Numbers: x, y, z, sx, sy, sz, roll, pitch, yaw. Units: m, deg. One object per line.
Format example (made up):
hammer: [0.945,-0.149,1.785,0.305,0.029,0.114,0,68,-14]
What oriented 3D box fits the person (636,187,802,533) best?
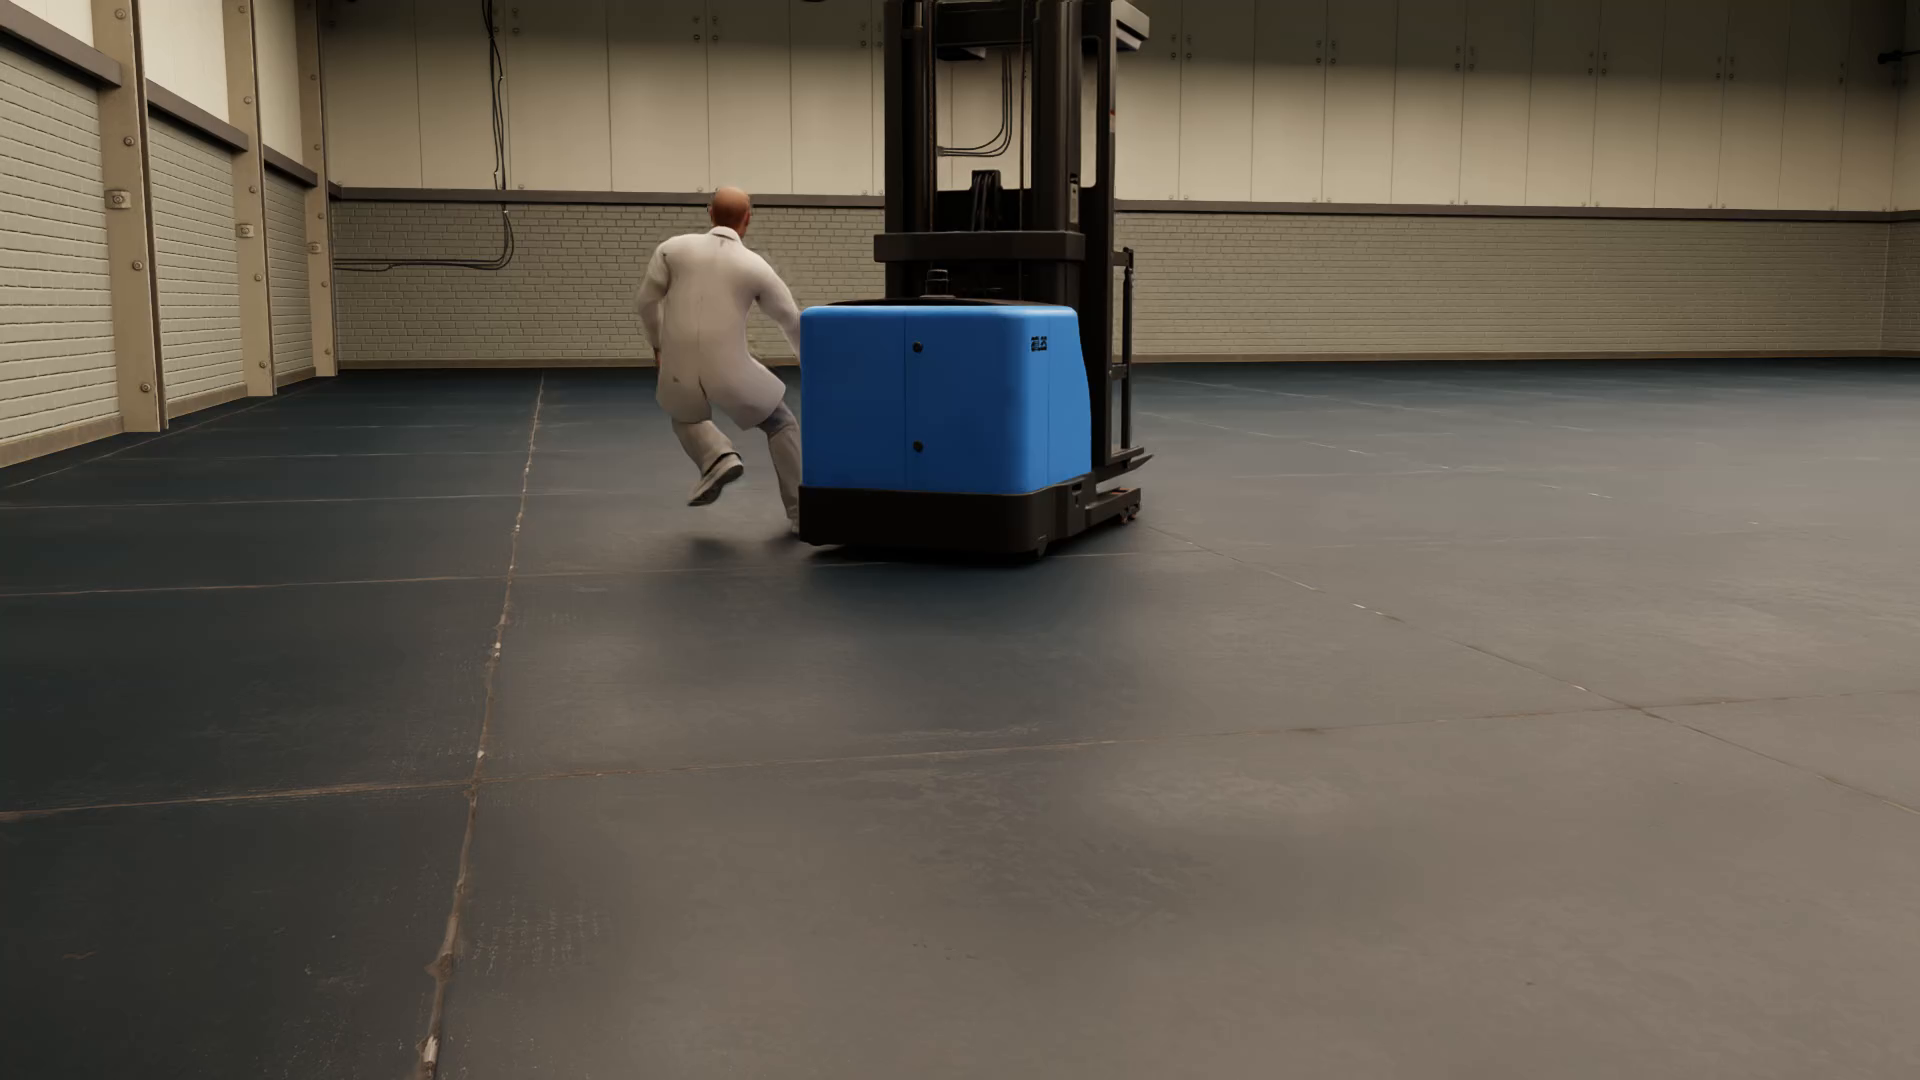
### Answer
person: [-1.084,-0.849,7.936,0.808,1.618,0.706,1,8,7]

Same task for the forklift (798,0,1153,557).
forklift: [0.283,-1.545,8.168,1.130,2.935,3.031,3,8,20]
